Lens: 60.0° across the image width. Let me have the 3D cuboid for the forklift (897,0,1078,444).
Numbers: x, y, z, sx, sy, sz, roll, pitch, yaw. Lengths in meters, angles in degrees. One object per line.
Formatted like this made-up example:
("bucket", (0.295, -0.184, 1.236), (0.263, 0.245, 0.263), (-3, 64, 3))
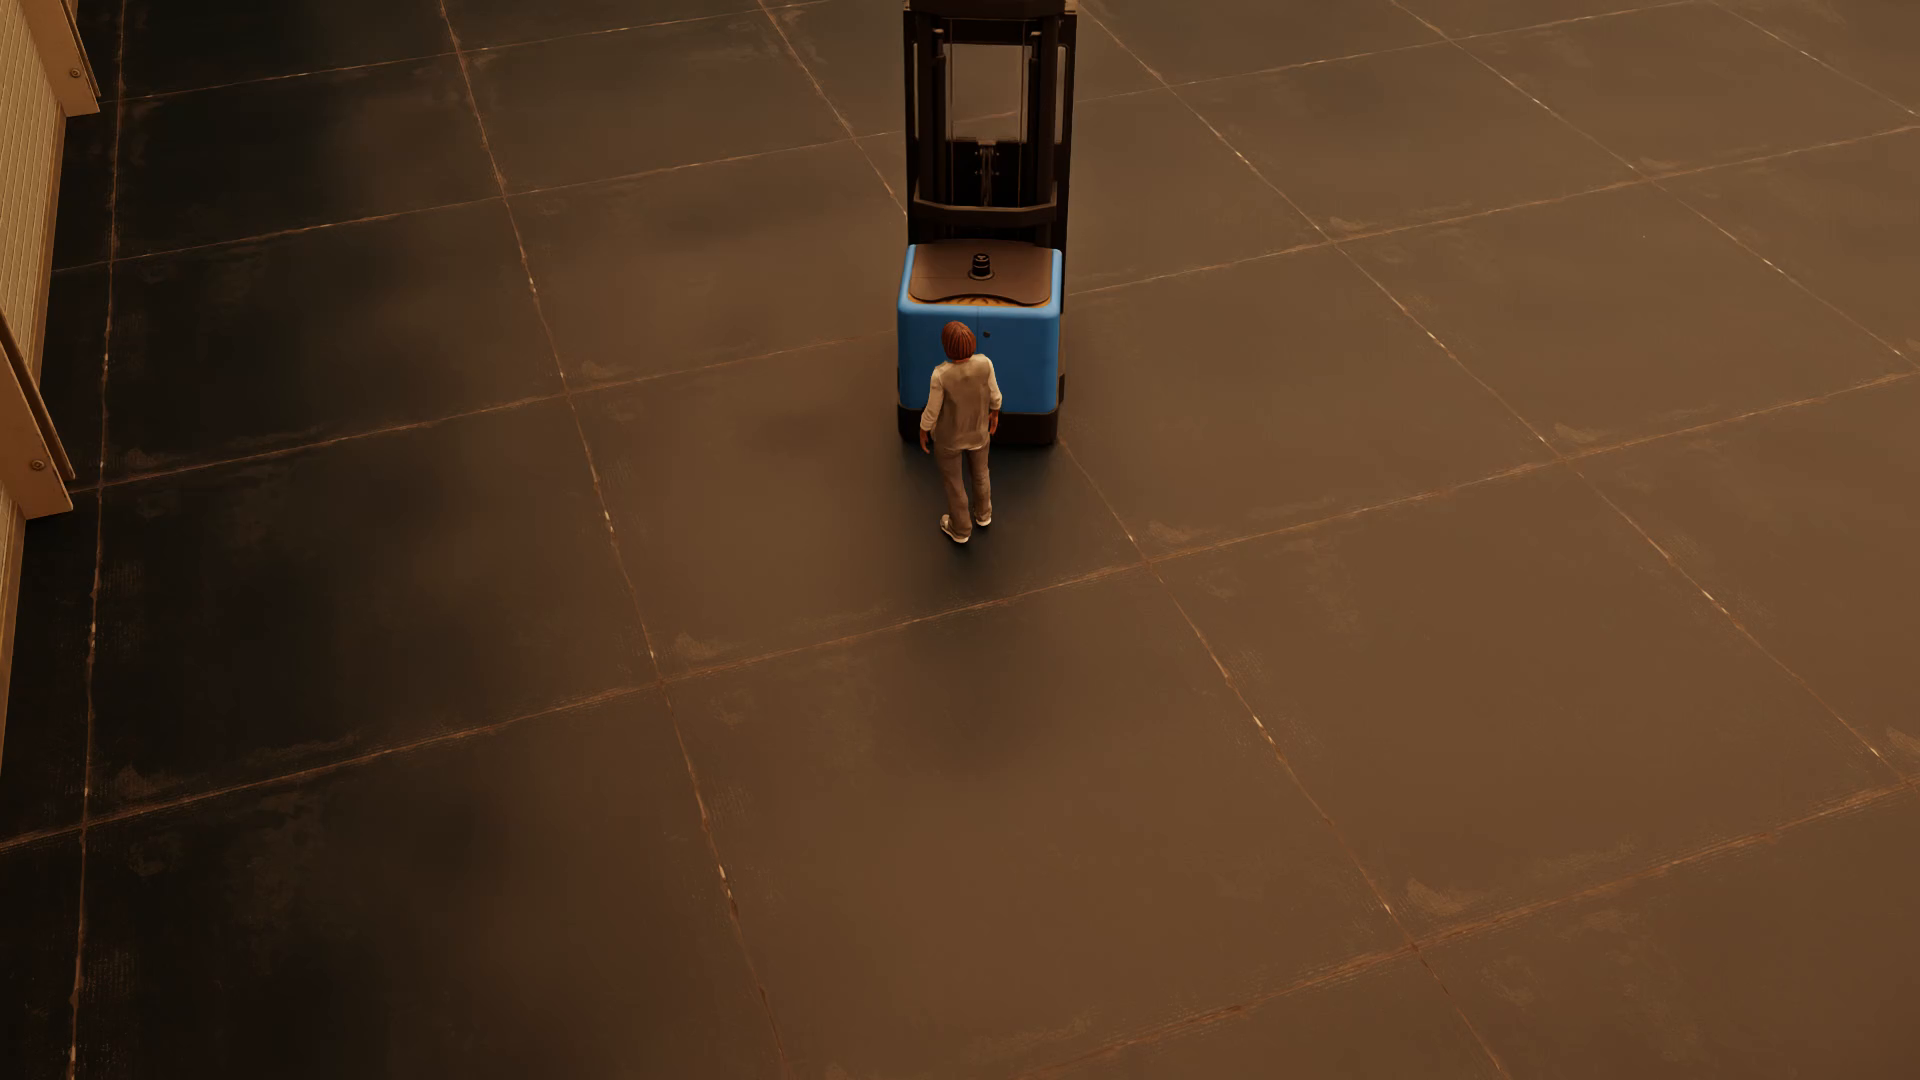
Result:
("forklift", (0.204, -2.684, 11.193), (1.130, 2.935, 3.031), (2, 40, 3))

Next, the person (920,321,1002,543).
("person", (-0.012, -0.666, 9.815), (0.520, 1.599, 0.473), (-13, 42, -15))
